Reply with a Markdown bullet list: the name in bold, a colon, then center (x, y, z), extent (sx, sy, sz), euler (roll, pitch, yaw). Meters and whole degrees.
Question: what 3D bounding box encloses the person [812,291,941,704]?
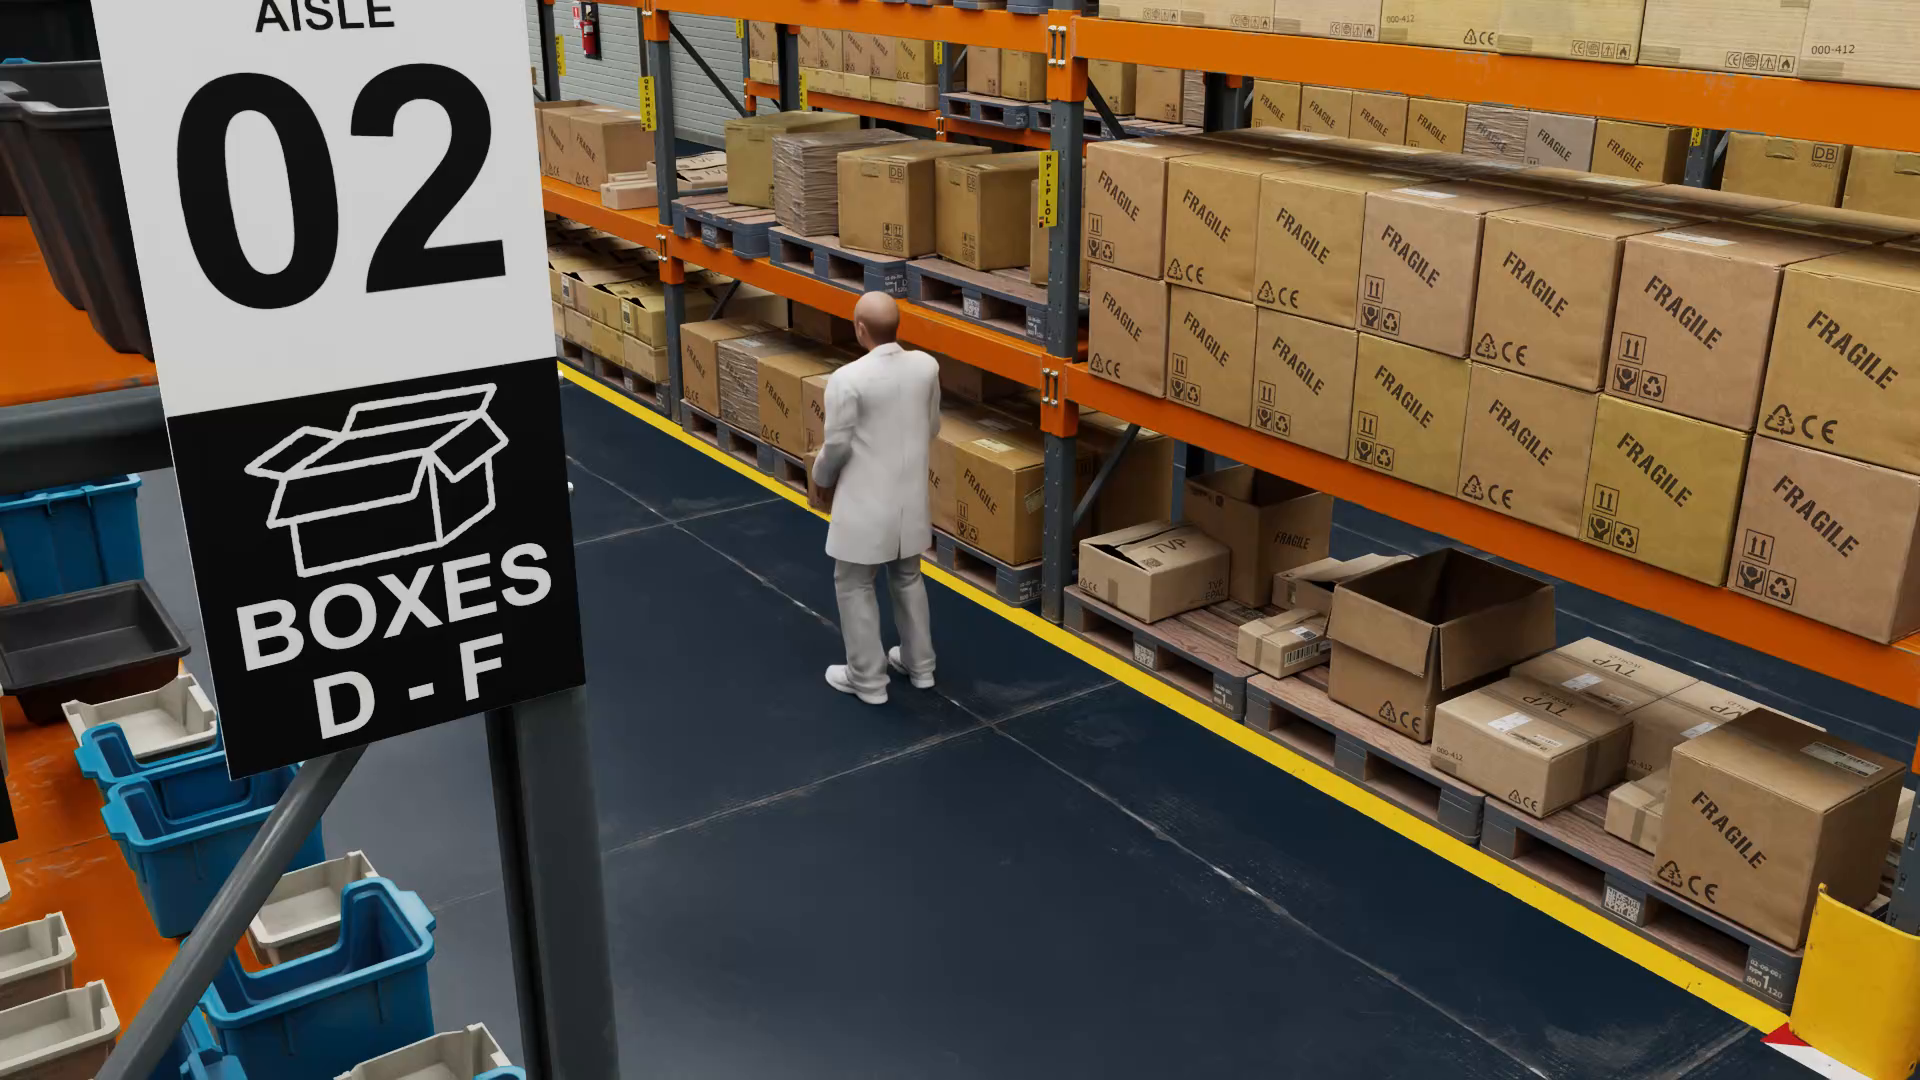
- **person**: center (-0.368, -0.193, 7.094), extent (0.572, 1.782, 0.479), euler (-15, 26, -34)
